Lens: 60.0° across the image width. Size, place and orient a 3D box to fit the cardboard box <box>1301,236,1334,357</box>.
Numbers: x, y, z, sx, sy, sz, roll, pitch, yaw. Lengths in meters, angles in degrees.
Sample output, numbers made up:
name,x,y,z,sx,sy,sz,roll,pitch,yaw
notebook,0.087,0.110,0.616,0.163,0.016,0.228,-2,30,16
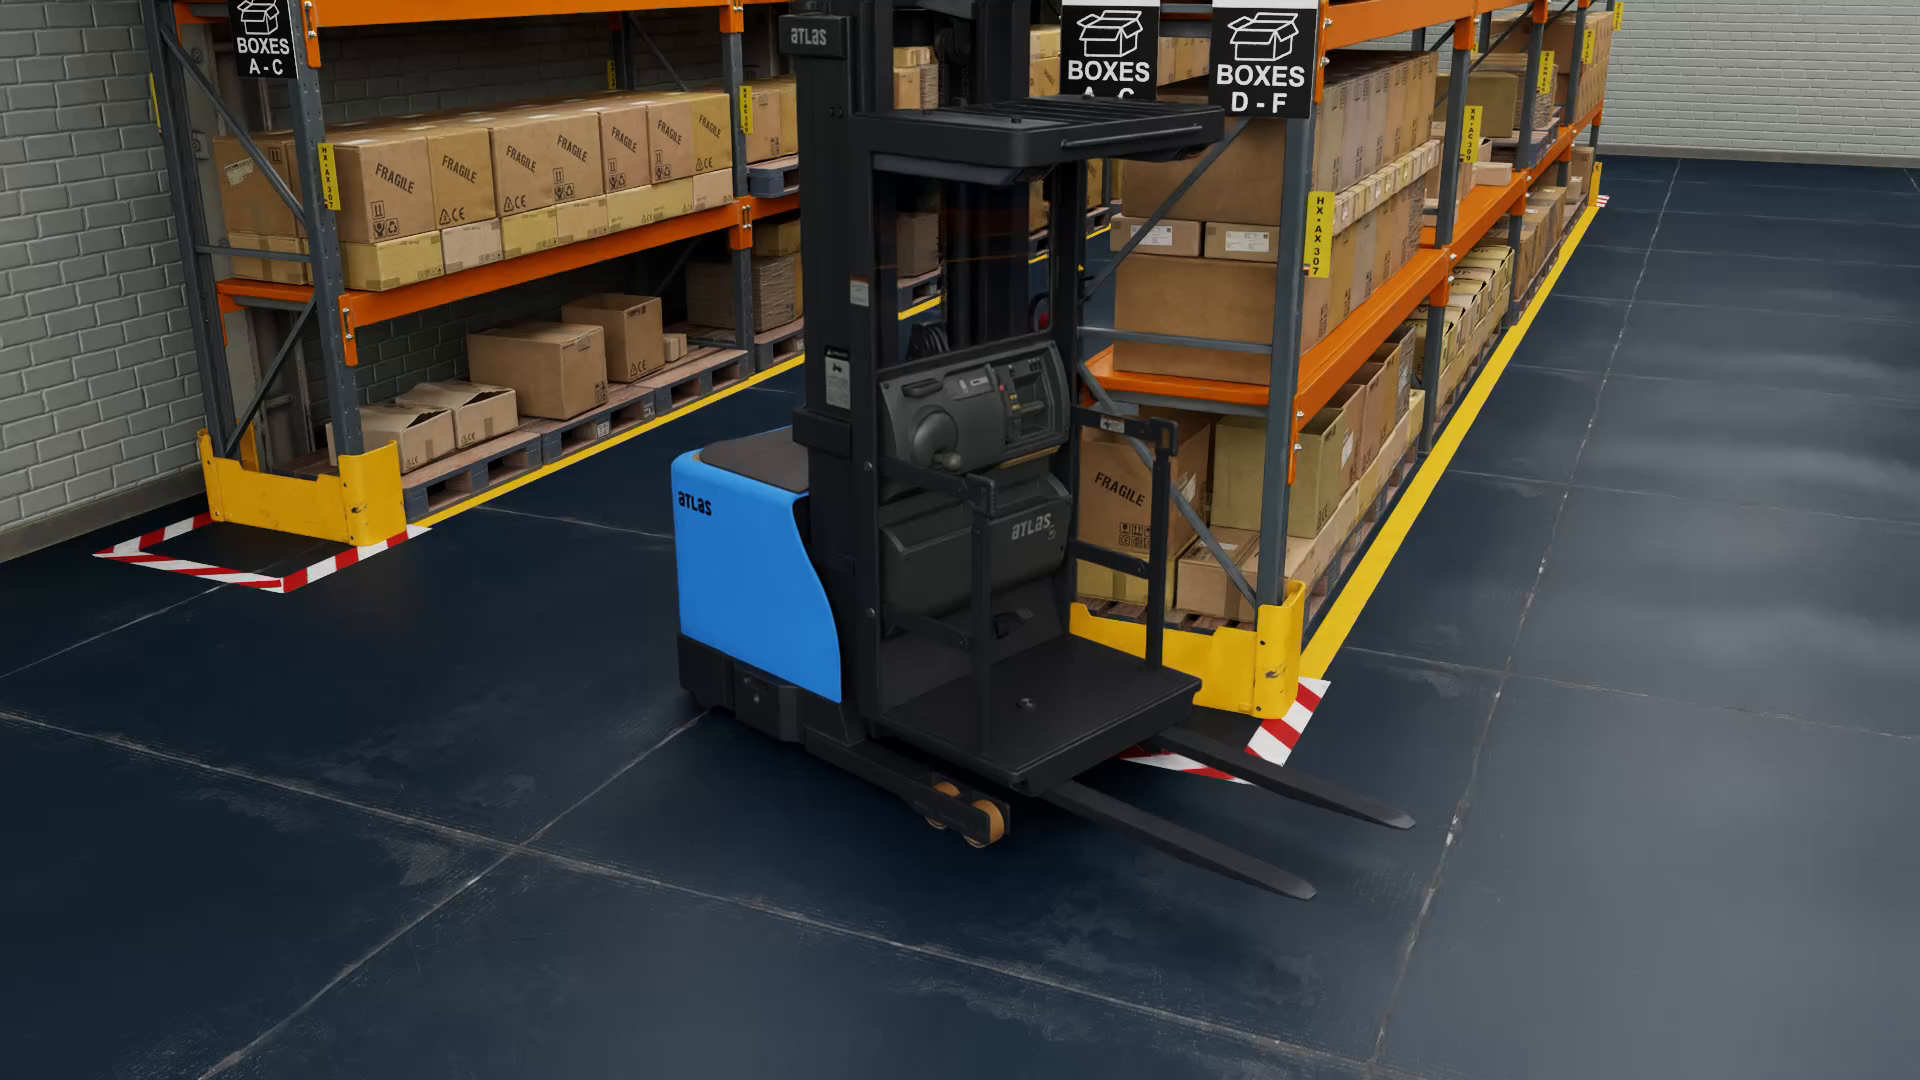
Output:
name,x,y,z,sx,sy,sz,roll,pitch,yaw
cardboard box,1.285,-1.153,7.584,0.700,0.500,0.500,9,22,24

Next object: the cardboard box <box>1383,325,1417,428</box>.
name,x,y,z,sx,sy,sz,roll,pitch,yaw
cardboard box,2.303,-0.959,9.546,0.500,0.500,0.500,9,21,23

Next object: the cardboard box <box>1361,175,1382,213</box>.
name,x,y,z,sx,sy,sz,roll,pitch,yaw
cardboard box,1.859,-1.716,8.201,0.380,0.149,0.250,9,21,23

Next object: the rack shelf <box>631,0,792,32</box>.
name,x,y,z,sx,sy,sz,roll,pitch,yaw
rack shelf,-1.193,-4.390,13.434,1.077,0.370,4.000,9,21,23

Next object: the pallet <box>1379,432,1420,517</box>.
name,x,y,z,sx,sy,sz,roll,pitch,yaw
pallet,2.145,-0.475,9.989,1.003,0.211,1.213,9,21,23

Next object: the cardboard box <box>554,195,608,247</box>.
name,x,y,z,sx,sy,sz,roll,pitch,yaw
cardboard box,-2.537,-1.996,10.299,0.500,0.250,0.500,9,21,23

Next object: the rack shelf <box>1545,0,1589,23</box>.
name,x,y,z,sx,sy,sz,roll,pitch,yaw
rack shelf,4.966,-4.935,14.965,1.077,0.370,4.000,9,21,23

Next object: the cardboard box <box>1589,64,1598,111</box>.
name,x,y,z,sx,sy,sz,roll,pitch,yaw
cardboard box,6.863,-5.102,18.690,0.500,0.500,0.500,8,21,22

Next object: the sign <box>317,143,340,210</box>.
name,x,y,z,sx,sy,sz,roll,pitch,yaw
sign,-3.154,-1.815,8.305,0.100,0.325,0.005,9,21,23

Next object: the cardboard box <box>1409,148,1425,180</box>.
name,x,y,z,sx,sy,sz,roll,pitch,yaw
cardboard box,2.385,-2.111,9.309,0.380,0.149,0.250,8,21,21

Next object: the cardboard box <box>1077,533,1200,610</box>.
name,x,y,z,sx,sy,sz,roll,pitch,yaw
cardboard box,0.821,0.090,7.716,0.500,0.250,0.500,9,21,23

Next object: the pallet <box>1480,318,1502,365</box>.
name,x,y,z,sx,sy,sz,roll,pitch,yaw
pallet,3.775,-1.689,13.402,1.003,0.211,1.213,9,21,23

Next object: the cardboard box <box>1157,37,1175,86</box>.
name,x,y,z,sx,sy,sz,roll,pitch,yaw
cardboard box,2.094,-5.901,20.638,0.980,0.700,0.700,7,21,20

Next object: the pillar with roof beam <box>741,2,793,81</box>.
name,x,y,z,sx,sy,sz,roll,pitch,yaw
pillar with roof beam,2.232,-5.885,12.086,9.100,9.000,0.400,9,21,23

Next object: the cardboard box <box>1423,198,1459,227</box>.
name,x,y,z,sx,sy,sz,roll,pitch,yaw
cardboard box,3.059,-2.150,10.914,0.380,0.149,0.250,9,21,23

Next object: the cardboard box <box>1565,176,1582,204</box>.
name,x,y,z,sx,sy,sz,roll,pitch,yaw
cardboard box,7.009,-4.120,19.524,0.500,0.250,0.500,9,21,23

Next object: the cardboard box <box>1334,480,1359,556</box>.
name,x,y,z,sx,sy,sz,roll,pitch,yaw
cardboard box,1.700,-0.145,8.377,0.500,0.250,0.500,9,21,23

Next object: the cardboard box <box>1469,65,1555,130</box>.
name,x,y,z,sx,sy,sz,roll,pitch,yaw
cardboard box,4.851,-3.955,14.838,0.700,0.500,0.500,13,23,33

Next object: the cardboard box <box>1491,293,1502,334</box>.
name,x,y,z,sx,sy,sz,roll,pitch,yaw
cardboard box,3.947,-1.799,13.027,0.500,0.250,0.500,8,21,22

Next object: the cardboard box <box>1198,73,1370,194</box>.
name,x,y,z,sx,sy,sz,roll,pitch,yaw
cardboard box,1.512,-1.934,7.846,0.700,0.500,0.500,9,21,23

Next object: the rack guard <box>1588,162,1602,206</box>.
name,x,y,z,sx,sy,sz,roll,pitch,yaw
rack guard,7.392,-4.493,20.858,1.175,0.500,0.348,9,21,23

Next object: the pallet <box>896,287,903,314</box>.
name,x,y,z,sx,sy,sz,roll,pitch,yaw
pallet,-1.196,-2.003,14.287,1.003,0.211,1.213,9,21,23

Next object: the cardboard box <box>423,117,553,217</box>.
name,x,y,z,sx,sy,sz,roll,pitch,yaw
cardboard box,-2.751,-2.185,9.712,0.500,0.500,0.500,8,21,21

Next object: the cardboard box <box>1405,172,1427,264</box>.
name,x,y,z,sx,sy,sz,roll,pitch,yaw
cardboard box,2.333,-1.937,9.789,0.700,0.500,0.500,8,21,21

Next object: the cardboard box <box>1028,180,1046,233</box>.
name,x,y,z,sx,sy,sz,roll,pitch,yaw
cardboard box,0.412,-3.586,17.157,0.750,0.750,0.750,8,21,22

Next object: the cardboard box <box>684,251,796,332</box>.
name,x,y,z,sx,sy,sz,roll,pitch,yaw
cardboard box,-1.725,-1.961,13.081,0.700,0.500,0.500,9,22,25

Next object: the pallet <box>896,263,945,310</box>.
name,x,y,z,sx,sy,sz,roll,pitch,yaw
pallet,-0.695,-2.375,15.332,1.003,0.211,1.213,9,21,23

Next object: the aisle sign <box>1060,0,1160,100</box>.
name,x,y,z,sx,sy,sz,roll,pitch,yaw
aisle sign,0.576,-2.048,6.372,0.394,0.787,0.004,9,21,23

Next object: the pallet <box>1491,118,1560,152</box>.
name,x,y,z,sx,sy,sz,roll,pitch,yaw
pallet,4.939,-3.754,15.333,1.003,0.211,1.213,9,21,23

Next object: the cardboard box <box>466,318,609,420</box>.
name,x,y,z,sx,sy,sz,roll,pitch,yaw
cardboard box,-2.705,-1.102,10.665,0.700,0.500,0.500,7,21,19

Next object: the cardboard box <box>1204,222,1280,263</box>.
name,x,y,z,sx,sy,sz,roll,pitch,yaw
cardboard box,1.228,-1.246,6.880,0.380,0.149,0.250,8,21,22

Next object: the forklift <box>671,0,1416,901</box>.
name,x,y,z,sx,sy,sz,roll,pitch,yaw
forklift,0.221,-0.486,5.962,3.031,2.935,1.130,18,26,41

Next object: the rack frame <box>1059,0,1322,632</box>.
name,x,y,z,sx,sy,sz,roll,pitch,yaw
rack frame,0.871,-0.803,6.751,1.000,3.000,0.127,9,21,23

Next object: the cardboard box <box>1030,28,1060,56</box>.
name,x,y,z,sx,sy,sz,roll,pitch,yaw
cardboard box,0.879,-5.211,17.404,0.500,0.250,0.500,9,21,24

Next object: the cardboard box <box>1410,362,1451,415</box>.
name,x,y,z,sx,sy,sz,roll,pitch,yaw
cardboard box,2.901,-1.018,10.831,0.500,0.250,0.500,8,21,21

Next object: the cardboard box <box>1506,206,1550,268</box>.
name,x,y,z,sx,sy,sz,roll,pitch,yaw
cardboard box,5.223,-2.852,15.586,0.500,0.500,0.500,8,21,21

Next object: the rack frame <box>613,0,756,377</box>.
name,x,y,z,sx,sy,sz,roll,pitch,yaw
rack frame,-2.012,-2.705,12.097,1.000,3.000,0.127,9,21,23

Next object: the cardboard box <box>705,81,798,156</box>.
name,x,y,z,sx,sy,sz,roll,pitch,yaw
cardboard box,-1.537,-3.280,12.909,0.700,0.500,0.500,11,22,28

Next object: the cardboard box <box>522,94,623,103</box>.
name,x,y,z,sx,sy,sz,roll,pitch,yaw
cardboard box,-2.610,-2.724,11.227,0.500,0.500,0.500,8,21,22

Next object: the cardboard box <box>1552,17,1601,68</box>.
name,x,y,z,sx,sy,sz,roll,pitch,yaw
cardboard box,6.657,-5.410,18.063,0.500,0.500,0.500,8,21,21

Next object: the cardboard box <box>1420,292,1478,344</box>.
name,x,y,z,sx,sy,sz,roll,pitch,yaw
cardboard box,3.326,-1.595,11.618,0.500,0.311,0.500,8,21,21

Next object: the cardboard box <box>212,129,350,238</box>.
name,x,y,z,sx,sy,sz,roll,pitch,yaw
cardboard box,-3.650,-1.947,9.042,0.500,0.500,0.500,8,21,22

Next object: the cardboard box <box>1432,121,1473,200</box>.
name,x,y,z,sx,sy,sz,roll,pitch,yaw
cardboard box,3.475,-2.781,12.162,0.500,0.500,0.500,7,21,20

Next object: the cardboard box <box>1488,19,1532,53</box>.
name,x,y,z,sx,sy,sz,roll,pitch,yaw
cardboard box,5.756,-5.180,17.416,0.500,0.500,0.500,9,21,23

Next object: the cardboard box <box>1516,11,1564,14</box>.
name,x,y,z,sx,sy,sz,roll,pitch,yaw
cardboard box,6.794,-5.952,19.588,0.500,0.500,0.500,9,21,23

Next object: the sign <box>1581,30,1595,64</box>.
name,x,y,z,sx,sy,sz,roll,pitch,yaw
sign,6.293,-4.942,16.661,0.100,0.325,0.005,9,21,23

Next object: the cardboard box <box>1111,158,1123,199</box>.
name,x,y,z,sx,sy,sz,roll,pitch,yaw
cardboard box,1.664,-4.385,19.925,0.700,0.500,0.500,9,21,23
